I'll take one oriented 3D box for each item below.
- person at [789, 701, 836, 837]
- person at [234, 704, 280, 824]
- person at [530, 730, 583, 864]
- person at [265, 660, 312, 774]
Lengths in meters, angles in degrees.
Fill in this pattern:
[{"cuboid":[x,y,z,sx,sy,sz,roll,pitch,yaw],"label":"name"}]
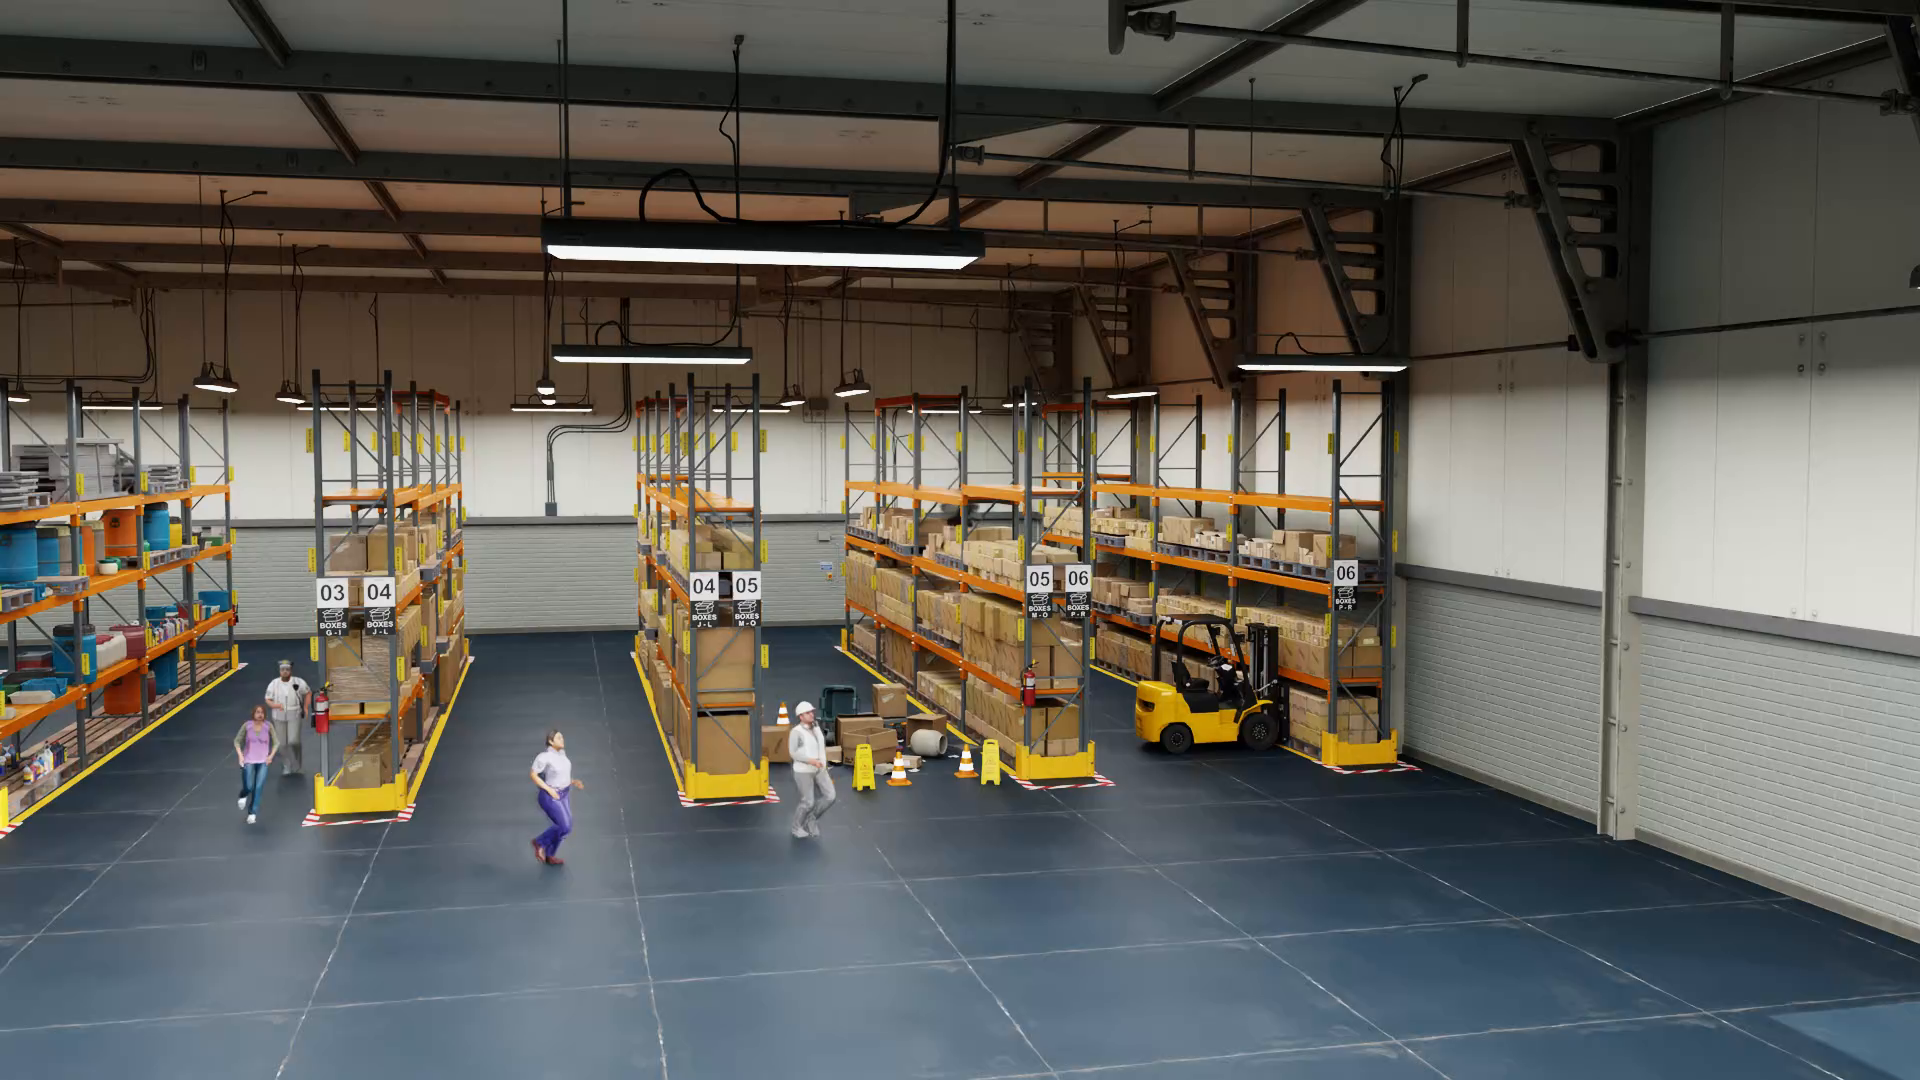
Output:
[{"cuboid":[-1.884,2.910,21.078,0.618,1.735,0.669,3,4,40],"label":"person"},{"cuboid":[-9.369,2.969,22.172,0.559,1.573,0.544,-2,4,-29],"label":"person"},{"cuboid":[-4.790,3.055,19.779,0.536,1.602,0.581,1,3,15],"label":"person"},{"cuboid":[-10.131,2.671,25.055,0.640,1.742,0.636,-1,3,-15],"label":"person"}]
